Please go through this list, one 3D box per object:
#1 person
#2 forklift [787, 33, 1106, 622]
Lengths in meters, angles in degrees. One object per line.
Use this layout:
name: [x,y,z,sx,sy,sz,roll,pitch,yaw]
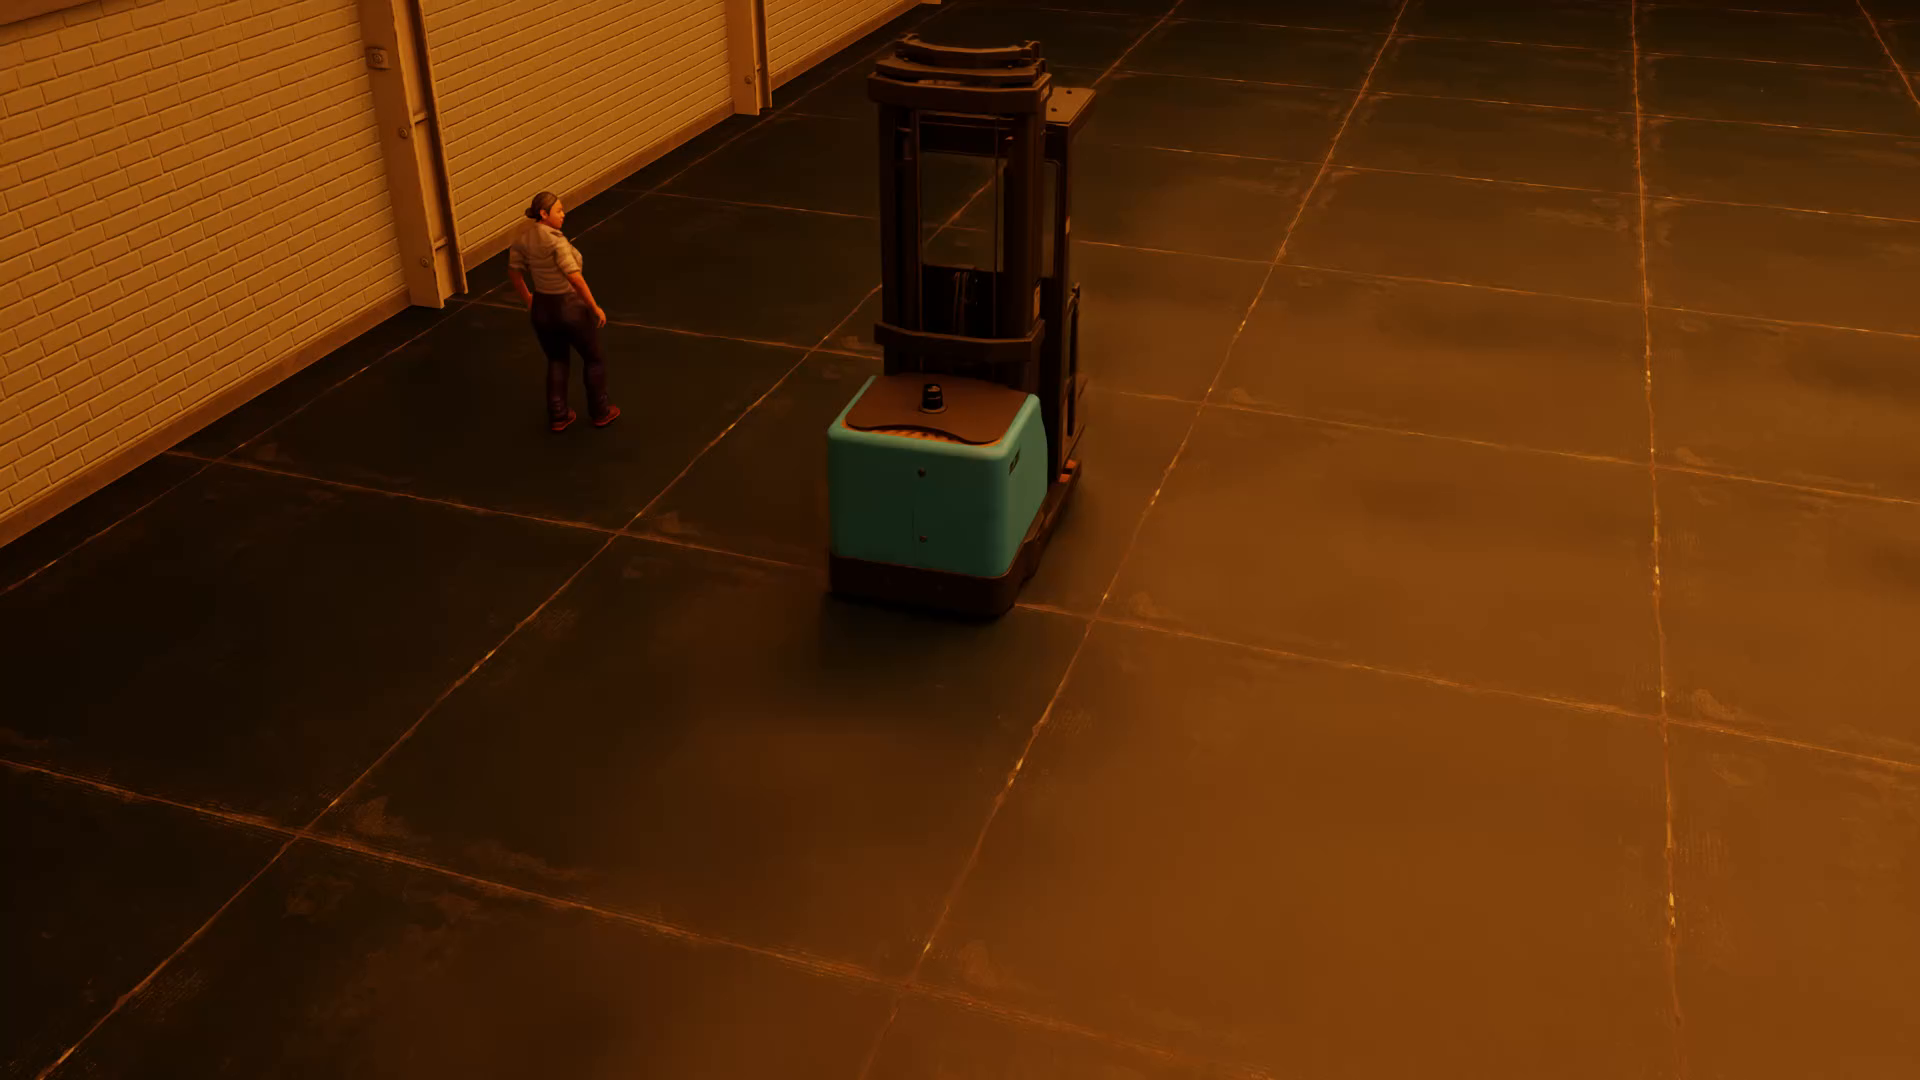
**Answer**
person: [-2.646,-1.513,11.091,0.479,1.653,0.349,11,31,19]
forklift: [-0.259,-1.531,9.822,1.130,2.935,3.031,-13,32,-21]
